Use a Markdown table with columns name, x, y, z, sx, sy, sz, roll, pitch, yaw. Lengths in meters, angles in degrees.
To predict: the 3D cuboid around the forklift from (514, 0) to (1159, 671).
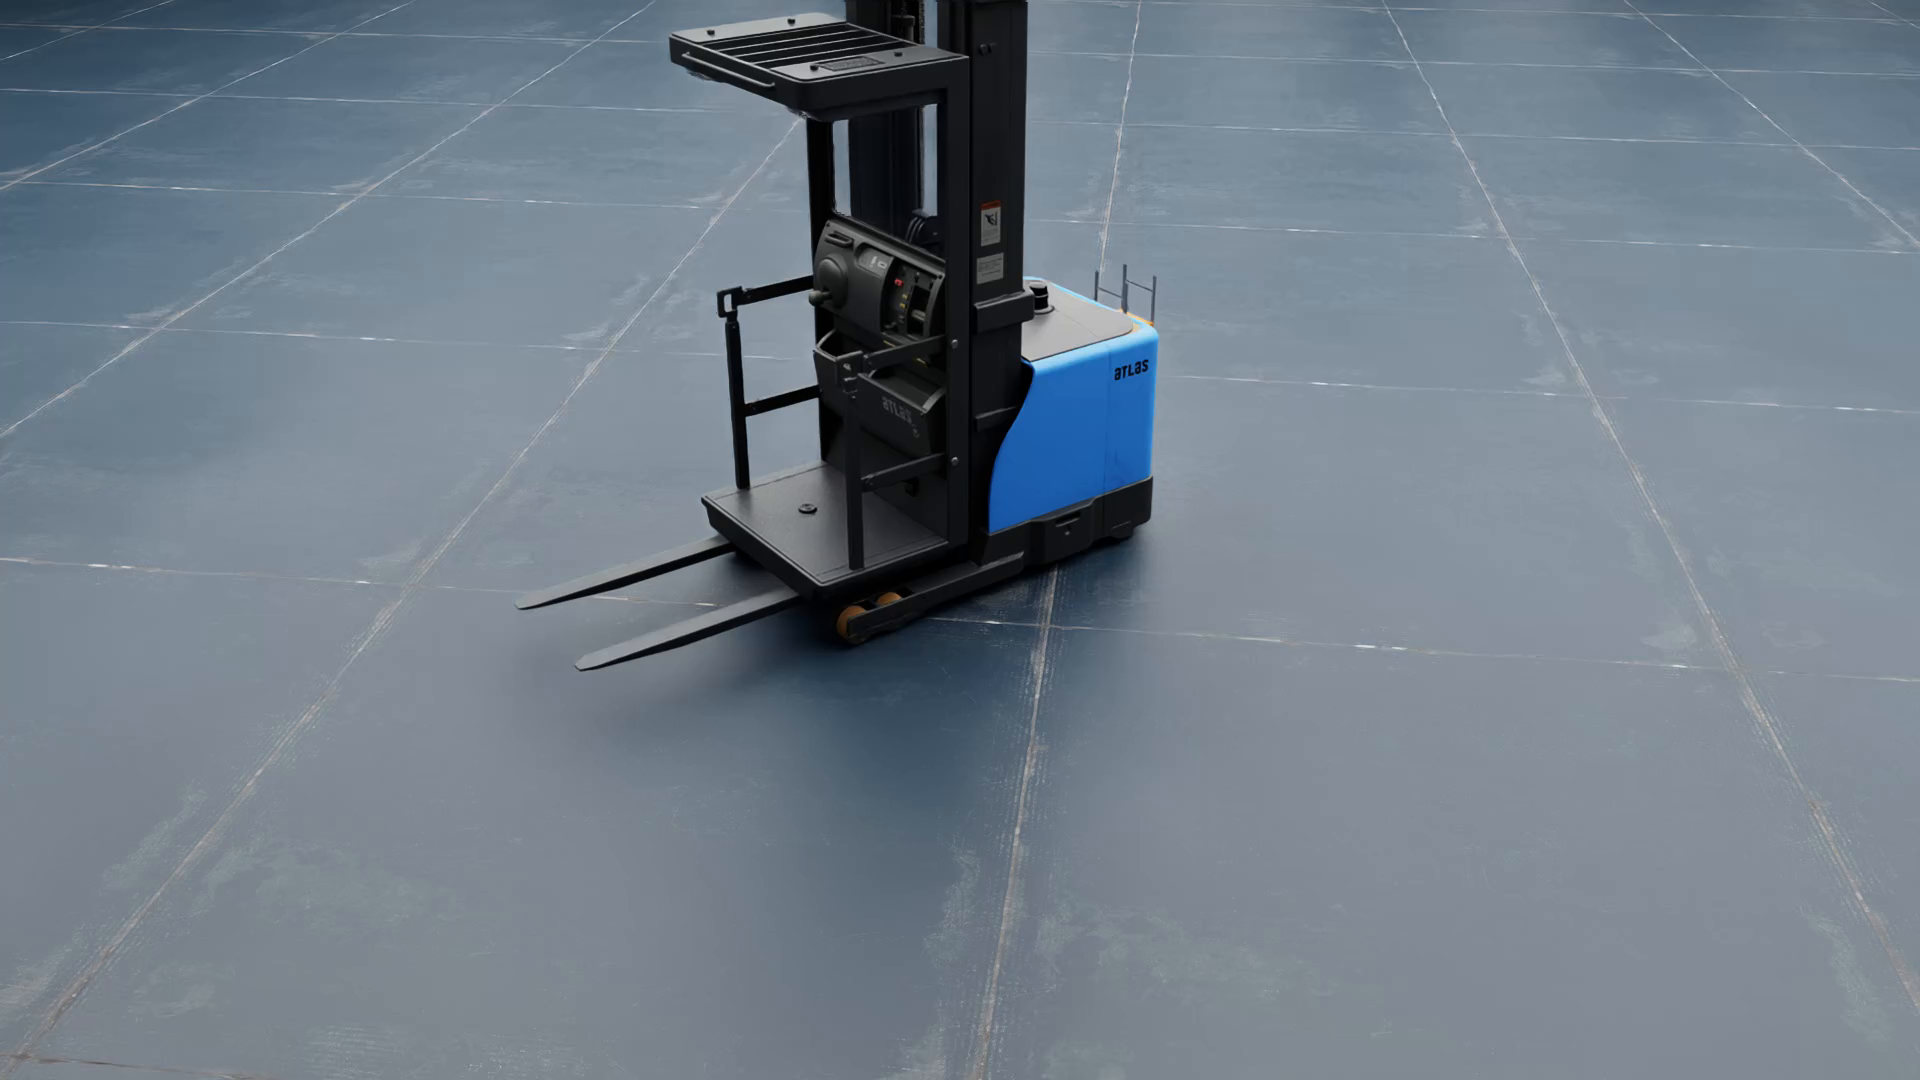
| name | x | y | z | sx | sy | sz | roll | pitch | yaw |
| --- | --- | --- | --- | --- | --- | --- | --- | --- | --- |
| forklift | -0.532 | -1.114 | 7.228 | 3.031 | 2.935 | 1.130 | -19 | 34 | -31 |

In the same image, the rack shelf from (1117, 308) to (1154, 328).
| name | x | y | z | sx | sy | sz | roll | pitch | yaw |
| --- | --- | --- | --- | --- | --- | --- | --- | --- | --- |
| rack shelf | 0.812 | -1.055 | 8.278 | 0.180 | 0.103 | 0.258 | -19 | 34 | -32 |

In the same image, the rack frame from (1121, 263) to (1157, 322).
| name | x | y | z | sx | sy | sz | roll | pitch | yaw |
| --- | --- | --- | --- | --- | --- | --- | --- | --- | --- |
| rack frame | 0.885 | -0.803 | 8.475 | 0.006 | 1.200 | 0.240 | -19 | 34 | -32 |

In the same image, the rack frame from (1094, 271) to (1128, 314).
| name | x | y | z | sx | sy | sz | roll | pitch | yaw |
| --- | --- | --- | --- | --- | --- | --- | --- | --- | --- |
| rack frame | 0.738 | -0.752 | 8.379 | 0.006 | 1.200 | 0.240 | -19 | 34 | -32 |

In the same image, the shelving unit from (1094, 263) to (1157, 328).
| name | x | y | z | sx | sy | sz | roll | pitch | yaw |
| --- | --- | --- | --- | --- | --- | --- | --- | --- | --- |
| shelving unit | 0.812 | -0.777 | 8.427 | 0.189 | 1.200 | 0.258 | -19 | 34 | -32 |
